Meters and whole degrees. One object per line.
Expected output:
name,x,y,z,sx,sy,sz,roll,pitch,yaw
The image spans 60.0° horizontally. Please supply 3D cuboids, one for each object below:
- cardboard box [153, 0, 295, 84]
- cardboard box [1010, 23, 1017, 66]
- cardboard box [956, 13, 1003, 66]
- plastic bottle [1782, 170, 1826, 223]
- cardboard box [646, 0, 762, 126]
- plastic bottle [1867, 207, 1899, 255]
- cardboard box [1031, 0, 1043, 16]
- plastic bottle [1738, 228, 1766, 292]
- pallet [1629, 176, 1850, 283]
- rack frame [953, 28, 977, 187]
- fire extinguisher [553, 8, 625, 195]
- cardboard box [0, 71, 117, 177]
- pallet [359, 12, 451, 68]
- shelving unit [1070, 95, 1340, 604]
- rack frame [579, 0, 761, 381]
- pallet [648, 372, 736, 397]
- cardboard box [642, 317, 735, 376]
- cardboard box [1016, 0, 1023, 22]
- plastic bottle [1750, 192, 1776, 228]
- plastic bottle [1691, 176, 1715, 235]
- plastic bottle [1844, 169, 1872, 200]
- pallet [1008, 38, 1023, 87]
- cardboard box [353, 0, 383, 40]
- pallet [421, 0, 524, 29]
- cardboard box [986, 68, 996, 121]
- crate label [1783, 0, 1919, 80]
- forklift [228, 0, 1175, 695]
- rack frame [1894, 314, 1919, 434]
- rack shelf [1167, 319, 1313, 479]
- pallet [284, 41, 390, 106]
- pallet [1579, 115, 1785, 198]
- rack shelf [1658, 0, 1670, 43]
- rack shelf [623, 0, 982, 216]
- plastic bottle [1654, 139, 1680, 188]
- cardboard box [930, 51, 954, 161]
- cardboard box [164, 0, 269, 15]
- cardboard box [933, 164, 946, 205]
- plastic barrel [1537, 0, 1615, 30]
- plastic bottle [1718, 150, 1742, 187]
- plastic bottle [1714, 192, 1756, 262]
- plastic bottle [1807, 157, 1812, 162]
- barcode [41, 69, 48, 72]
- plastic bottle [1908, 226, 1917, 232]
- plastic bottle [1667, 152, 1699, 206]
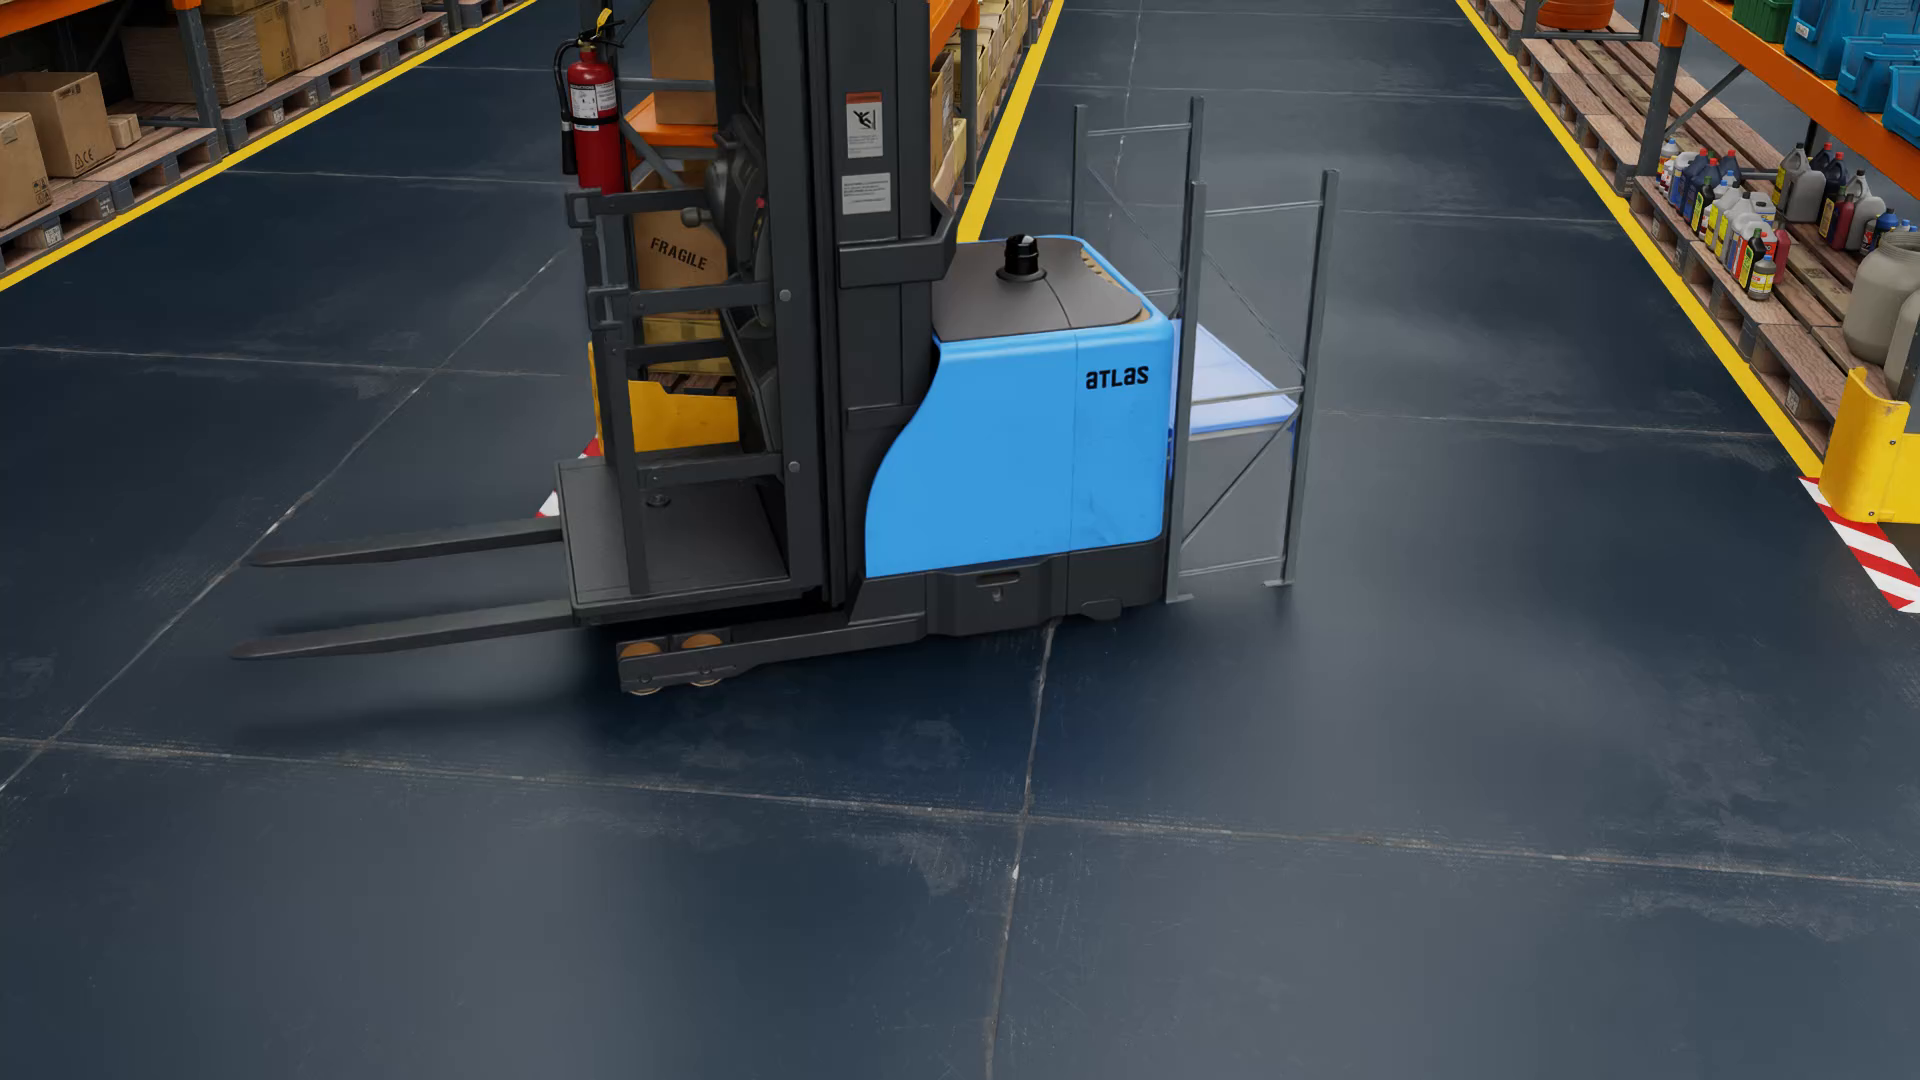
cardboard box,-5.230,-3.546,11.842,0.700,0.500,0.500,3,28,5
cardboard box,0.143,-3.690,12.392,0.500,0.250,0.500,4,29,7
cardboard box,0.027,-3.454,11.363,0.500,0.311,0.500,2,28,5
plastic bottle,4.549,-1.865,8.957,0.152,0.276,0.135,3,28,6
cardboard box,-0.820,-1.954,6.608,0.700,0.500,0.500,3,28,6
plastic bottle,4.636,-1.533,8.345,0.097,0.271,0.097,0,28,0
cardboard box,0.429,-4.747,14.071,0.500,0.500,0.500,5,29,8
plastic bottle,3.812,-1.345,7.984,0.061,0.283,0.133,4,29,7
pallet,4.392,-1.743,9.262,1.003,0.211,1.213,3,28,6
rack frame,-0.400,-3.574,9.721,1.000,3.000,0.127,3,28,6
fire extinguisher,-1.366,-1.628,6.191,0.296,0.674,0.183,3,28,6
cardboard box,-5.404,-2.462,9.829,0.500,0.500,0.500,1,28,2
pallet,-4.924,-4.147,13.725,1.003,0.211,1.213,3,28,6
shelving unit,0.806,-0.707,5.981,0.538,1.500,1.048,-8,29,-15
rack frame,-0.890,-1.691,6.226,1.000,3.000,0.127,3,28,6
pallet,-0.838,-0.826,7.560,1.003,0.211,1.213,3,28,6
cardboard box,-1.118,-0.935,7.279,0.500,0.250,0.500,3,28,6
cardboard box,0.213,-4.172,12.696,0.500,0.311,0.500,3,28,5
plastic bottle,4.080,-1.637,8.534,0.152,0.276,0.135,3,28,6
plastic bottle,3.920,-1.762,8.758,0.061,0.283,0.133,5,29,8
plastic bottle,4.660,-1.749,8.663,0.144,0.351,0.185,3,28,6
pallet,-0.050,-3.844,13.162,1.003,0.211,1.213,3,28,6
cardboard box,-5.042,-4.258,13.163,0.700,0.500,0.500,3,28,6
pallet,-4.655,-4.882,15.089,1.003,0.211,1.213,3,28,6
cardboard box,-0.041,-2.964,11.045,0.500,0.250,0.500,4,29,7
crate label,3.983,-2.299,7.317,0.502,0.435,0.616,3,28,6
forklift,-0.873,-1.072,5.149,3.031,2.935,1.130,-7,29,-13
rack frame,4.025,-1.401,5.688,1.000,3.000,0.127,3,28,6
rack shelf,0.806,-0.549,6.066,0.538,0.185,1.000,-8,29,-15
pallet,-5.076,-3.575,12.662,1.003,0.211,1.213,3,28,6
pallet,4.573,-2.428,10.535,1.003,0.211,1.213,3,28,6
rack shelf,4.761,-3.909,11.101,1.077,0.370,4.000,3,28,6
rack shelf,-0.645,-2.315,8.144,1.077,0.370,4.000,3,28,6
plastic bottle,4.041,-2.152,9.495,0.097,0.271,0.097,0,28,0
cardboard box,-0.313,-2.412,9.231,0.500,0.500,0.500,3,28,6
cardboard box,-5.193,-3.838,11.592,0.500,0.250,0.500,3,28,5
cardboard box,-0.358,-1.846,8.970,0.500,0.250,0.500,3,28,6
plastic barrel,5.049,-4.628,13.522,0.600,0.830,0.708,3,28,6
plastic bottle,4.148,-1.947,9.031,0.144,0.351,0.185,3,28,6
plastic bottle,3.907,-1.579,8.348,0.144,0.351,0.185,5,29,8
plastic bottle,4.780,-2.057,9.392,0.097,0.201,0.097,0,28,0
barcode,-5.621,-2.854,10.218,0.001,0.075,0.075,3,28,6
plastic bottle,4.599,-1.390,8.081,0.097,0.271,0.097,0,28,0
plastic bottle,4.029,-2.000,9.208,0.152,0.276,0.135,4,29,8
